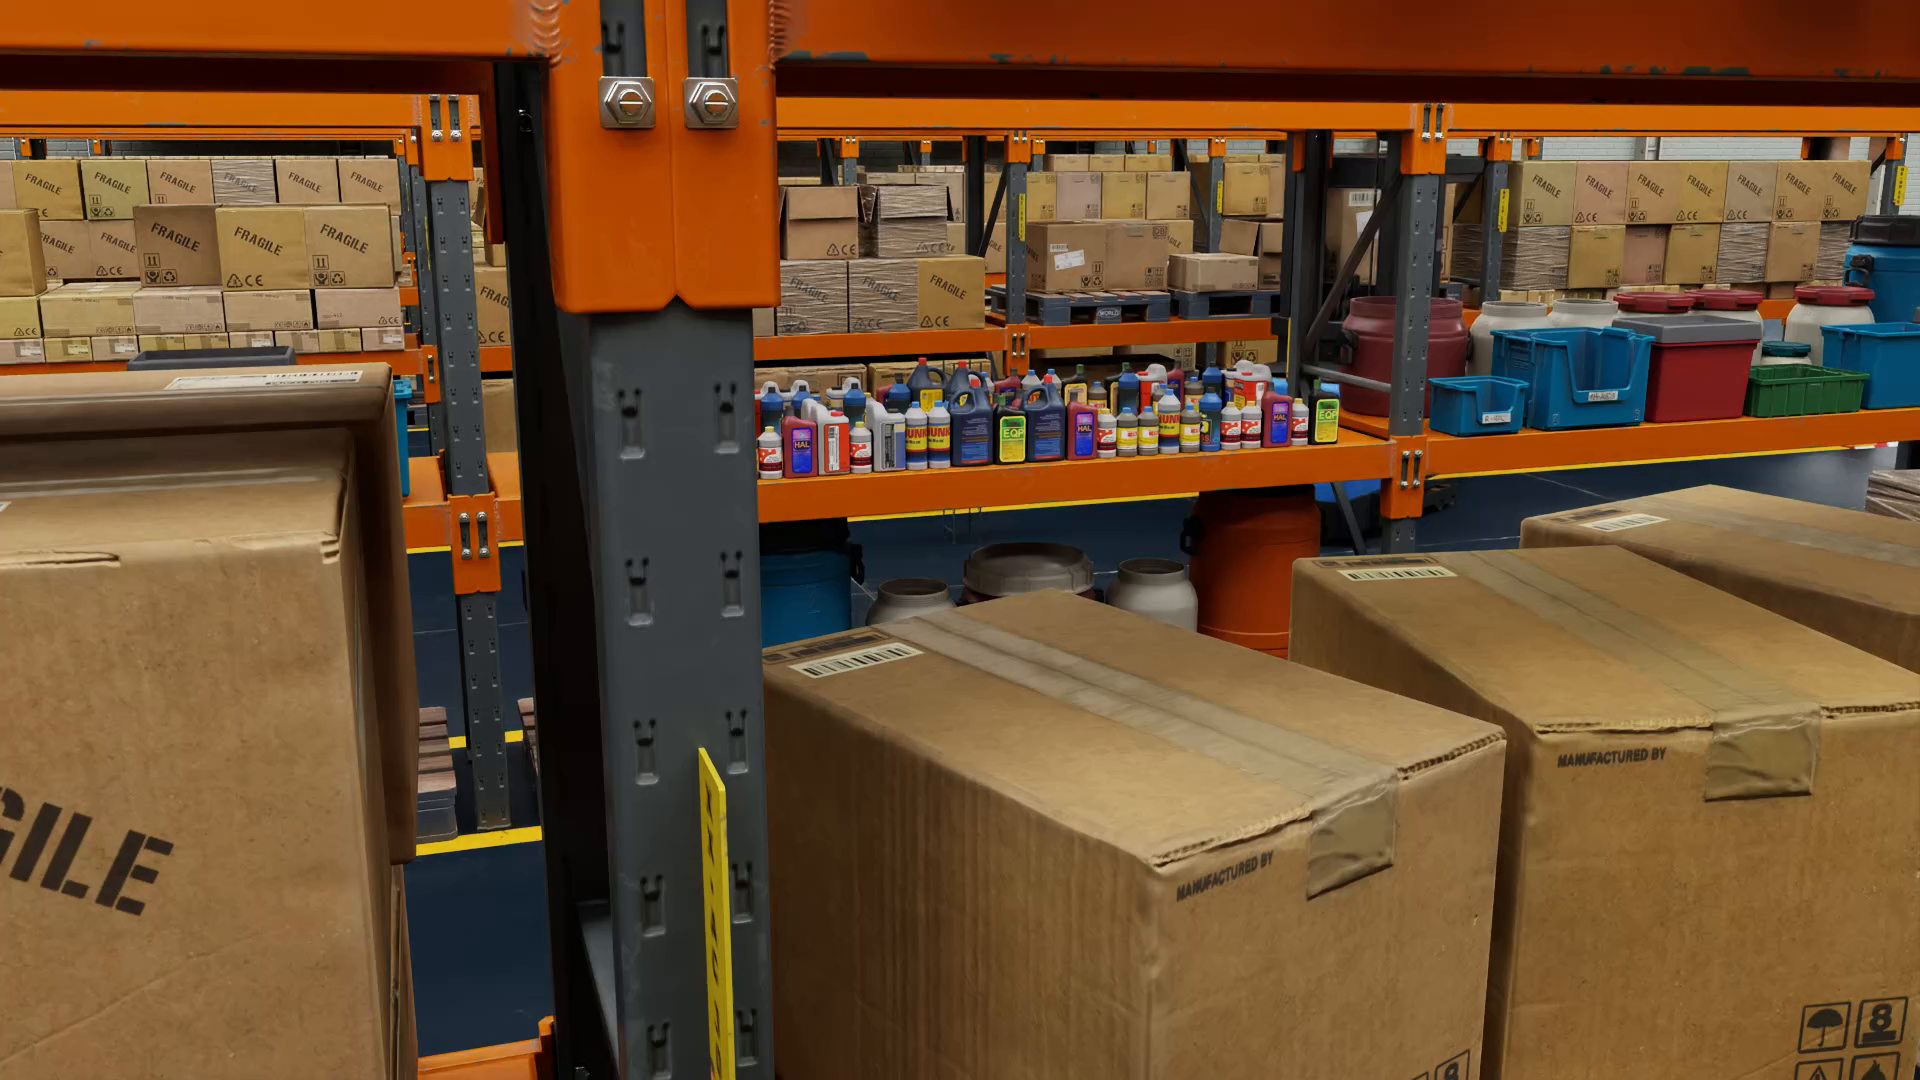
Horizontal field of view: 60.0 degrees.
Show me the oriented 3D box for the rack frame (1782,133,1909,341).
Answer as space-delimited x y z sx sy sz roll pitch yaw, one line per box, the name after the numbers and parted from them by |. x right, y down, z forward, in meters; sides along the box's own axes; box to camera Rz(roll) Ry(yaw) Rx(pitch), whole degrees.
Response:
7.838 -2.417 14.822 0.127 3.000 1.000 -4 14 -18 | rack frame

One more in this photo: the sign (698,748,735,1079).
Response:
-0.199 0.339 1.366 0.005 0.325 0.100 -4 14 -18 | sign

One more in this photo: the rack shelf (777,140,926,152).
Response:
-2.596 -6.345 26.410 4.000 0.370 1.077 -4 14 -18 | rack shelf

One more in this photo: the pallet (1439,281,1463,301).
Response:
3.276 -2.004 13.501 1.213 0.211 1.003 -4 14 -18 | pallet

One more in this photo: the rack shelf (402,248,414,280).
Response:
-8.592 -3.207 19.699 4.000 0.370 1.077 -4 14 -18 | rack shelf

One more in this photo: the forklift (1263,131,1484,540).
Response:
3.010 -1.705 11.975 1.130 2.935 3.031 11 17 38 | forklift

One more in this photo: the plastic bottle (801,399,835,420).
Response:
-0.567 -0.437 6.766 0.135 0.276 0.152 -4 14 -18 | plastic bottle

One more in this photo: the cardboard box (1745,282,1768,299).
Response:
6.684 -2.156 14.268 0.250 0.149 0.380 -4 14 -18 | cardboard box

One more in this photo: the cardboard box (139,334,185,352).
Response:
-4.938 -1.220 10.332 0.250 0.149 0.380 -5 14 -19 | cardboard box

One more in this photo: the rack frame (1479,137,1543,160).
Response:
6.352 -3.512 19.427 0.127 3.000 1.000 -4 14 -18 | rack frame

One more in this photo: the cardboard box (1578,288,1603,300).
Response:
5.050 -2.010 13.655 0.250 0.149 0.380 -4 14 -18 | cardboard box

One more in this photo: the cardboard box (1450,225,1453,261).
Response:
5.500 -3.503 19.062 0.550 0.550 0.875 -4 14 -18 | cardboard box

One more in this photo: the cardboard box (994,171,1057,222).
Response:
0.647 -3.602 17.426 0.500 0.500 0.700 -5 14 -19 | cardboard box

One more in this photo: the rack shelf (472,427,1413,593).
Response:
-0.060 -0.243 7.236 4.000 0.370 1.077 -4 14 -18 | rack shelf

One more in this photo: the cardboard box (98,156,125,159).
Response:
-9.554 -4.255 18.770 0.250 0.149 0.380 -4 14 -16 | cardboard box

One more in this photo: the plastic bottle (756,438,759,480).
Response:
-0.838 -0.336 6.502 0.097 0.201 0.097 0 13 0 | plastic bottle

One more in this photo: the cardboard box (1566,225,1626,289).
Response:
4.978 -2.364 13.741 0.500 0.500 0.875 -4 14 -18 | cardboard box

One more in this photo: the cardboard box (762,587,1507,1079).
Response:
0.141 0.403 1.844 0.500 0.500 0.700 -10 17 -37 | cardboard box

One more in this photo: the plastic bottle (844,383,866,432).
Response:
-0.456 -0.548 7.242 0.097 0.271 0.097 0 13 0 | plastic bottle

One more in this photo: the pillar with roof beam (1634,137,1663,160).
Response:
14.889 -8.685 28.210 0.400 9.000 9.100 -4 14 -18 | pillar with roof beam

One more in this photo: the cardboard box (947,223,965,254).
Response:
-0.238 -2.983 16.984 0.500 0.500 0.500 -5 14 -19 | cardboard box

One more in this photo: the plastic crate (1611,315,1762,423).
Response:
3.464 -0.824 7.985 0.583 0.464 0.402 -4 14 -18 | plastic crate

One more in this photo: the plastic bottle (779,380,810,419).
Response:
-0.734 -0.559 7.278 0.135 0.276 0.152 -4 14 -18 | plastic bottle

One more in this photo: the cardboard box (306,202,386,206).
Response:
-4.071 -1.989 11.082 0.500 0.500 0.500 -4 14 -18 | cardboard box

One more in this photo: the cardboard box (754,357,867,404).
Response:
-1.252 -0.887 12.073 0.875 0.875 1.225 -4 14 -18 | cardboard box

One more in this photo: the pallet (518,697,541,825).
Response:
-1.211 0.864 7.056 1.213 0.211 1.003 -4 14 -18 | pallet

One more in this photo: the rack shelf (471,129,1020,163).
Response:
-1.640 -2.788 11.456 4.000 0.370 1.077 -4 14 -18 | rack shelf

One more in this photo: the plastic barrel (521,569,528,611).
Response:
-1.435 0.335 6.880 0.708 0.901 0.600 -4 14 -18 | plastic barrel

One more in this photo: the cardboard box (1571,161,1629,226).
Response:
5.028 -2.816 13.481 0.500 0.500 0.500 -4 14 -18 | cardboard box

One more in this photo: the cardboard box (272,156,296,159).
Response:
-7.870 -4.402 19.389 0.250 0.149 0.380 -5 14 -18 | cardboard box

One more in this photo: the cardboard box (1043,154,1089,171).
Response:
1.372 -4.960 22.494 0.500 0.500 0.700 -5 14 -19 | cardboard box

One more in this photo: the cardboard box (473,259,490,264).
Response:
-3.179 -1.675 11.484 0.500 0.500 0.500 -4 14 -18 | cardboard box

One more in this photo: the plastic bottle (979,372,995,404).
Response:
0.109 -0.629 7.583 0.097 0.271 0.097 0 13 0 | plastic bottle

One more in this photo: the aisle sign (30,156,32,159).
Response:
-10.654 -4.737 18.958 0.004 0.787 0.394 -4 14 -18 | aisle sign

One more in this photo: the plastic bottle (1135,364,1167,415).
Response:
0.884 -0.685 7.808 0.135 0.276 0.152 -4 14 -18 | plastic bottle

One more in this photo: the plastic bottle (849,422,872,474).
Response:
-0.399 -0.370 6.646 0.097 0.201 0.097 0 13 0 | plastic bottle

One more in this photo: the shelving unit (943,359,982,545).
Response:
0.014 -0.585 11.008 0.189 1.200 0.258 -4 14 -18 | shelving unit

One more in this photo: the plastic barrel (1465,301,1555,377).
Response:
2.742 -0.918 8.277 0.421 0.512 0.421 0 13 0 | plastic barrel

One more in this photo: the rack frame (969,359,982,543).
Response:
0.100 -0.592 11.037 0.006 1.200 0.240 -4 14 -18 | rack frame

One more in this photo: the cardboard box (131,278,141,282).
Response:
-7.191 -2.273 14.760 0.250 0.149 0.380 -5 14 -19 | cardboard box

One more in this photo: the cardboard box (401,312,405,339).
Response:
-3.922 -1.460 11.343 0.250 0.149 0.380 -4 14 -18 | cardboard box

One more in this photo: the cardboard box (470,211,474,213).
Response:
-4.703 -3.071 15.920 0.250 0.149 0.380 -4 14 -15 | cardboard box

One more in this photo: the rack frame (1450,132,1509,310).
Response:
4.047 -2.122 13.581 0.127 3.000 1.000 -4 14 -18 | rack frame

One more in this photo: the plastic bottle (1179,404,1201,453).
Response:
0.977 -0.477 7.096 0.097 0.201 0.097 0 13 0 | plastic bottle

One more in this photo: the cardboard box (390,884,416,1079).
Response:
-0.771 0.686 1.561 0.500 0.500 0.500 -4 14 -17 | cardboard box

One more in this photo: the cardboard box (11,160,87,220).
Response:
-7.826 -3.025 14.358 0.500 0.500 0.500 -4 14 -16 | cardboard box

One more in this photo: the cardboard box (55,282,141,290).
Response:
-5.496 -1.516 10.716 0.500 0.250 0.500 -4 14 -18 | cardboard box

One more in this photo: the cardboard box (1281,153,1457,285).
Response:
3.249 -2.590 13.346 1.000 1.000 1.000 -4 14 -18 | cardboard box
